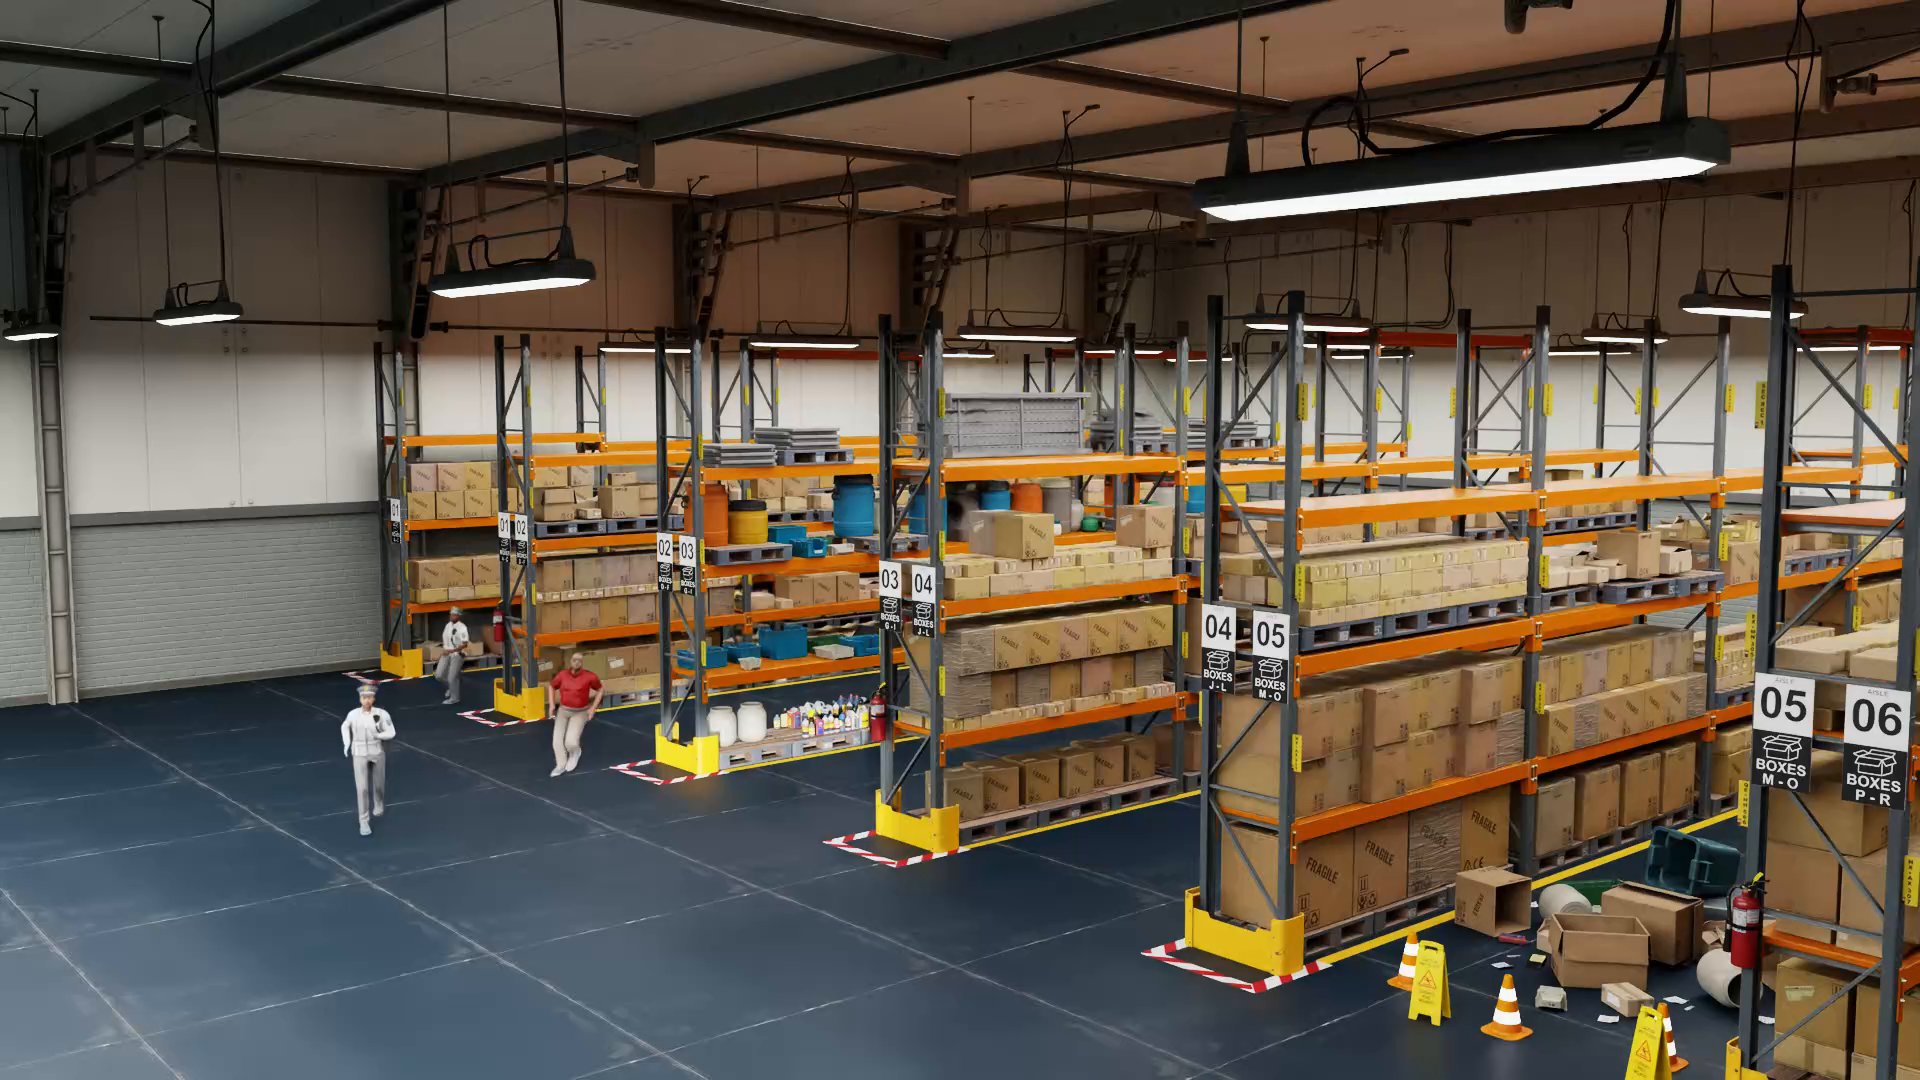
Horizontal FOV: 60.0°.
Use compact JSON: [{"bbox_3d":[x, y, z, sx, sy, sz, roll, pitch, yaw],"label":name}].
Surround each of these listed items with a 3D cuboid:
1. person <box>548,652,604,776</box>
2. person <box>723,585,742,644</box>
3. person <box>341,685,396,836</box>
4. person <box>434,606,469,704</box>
[{"bbox_3d":[-5.153,2.324,22.157,0.718,1.663,0.525,0,5,5],"label":"person"},{"bbox_3d":[-4.259,1.497,30.902,0.701,1.716,0.587,5,7,43],"label":"person"},{"bbox_3d":[-6.932,2.525,19.501,0.611,1.681,0.940,-2,5,-18],"label":"person"},{"bbox_3d":[-8.280,1.888,27.156,0.608,1.641,0.502,2,6,25],"label":"person"}]
